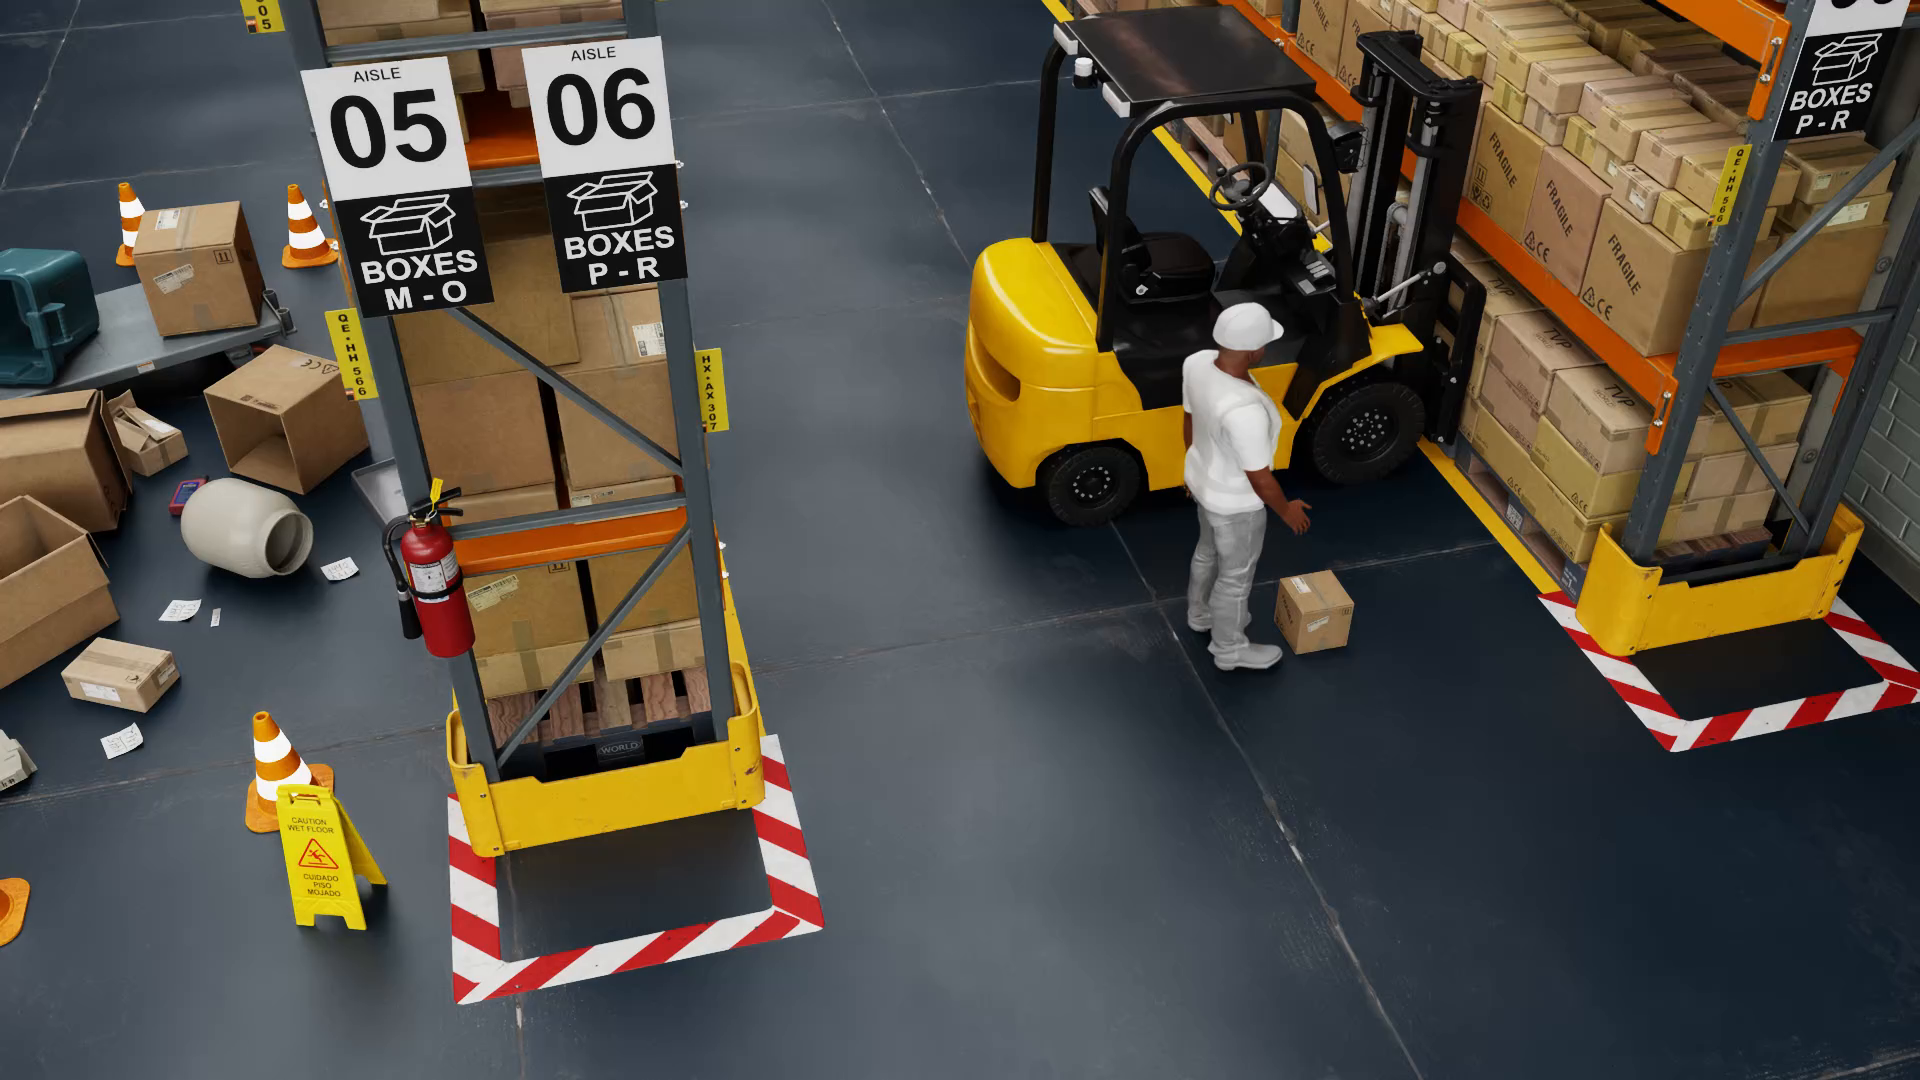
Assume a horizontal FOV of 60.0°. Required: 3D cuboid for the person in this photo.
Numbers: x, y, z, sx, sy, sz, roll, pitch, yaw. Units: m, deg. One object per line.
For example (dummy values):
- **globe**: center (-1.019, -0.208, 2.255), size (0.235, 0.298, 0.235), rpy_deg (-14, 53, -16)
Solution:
- **person**: center (1.167, -0.209, 6.950), size (0.474, 1.786, 0.583), rpy_deg (-9, 39, -11)
